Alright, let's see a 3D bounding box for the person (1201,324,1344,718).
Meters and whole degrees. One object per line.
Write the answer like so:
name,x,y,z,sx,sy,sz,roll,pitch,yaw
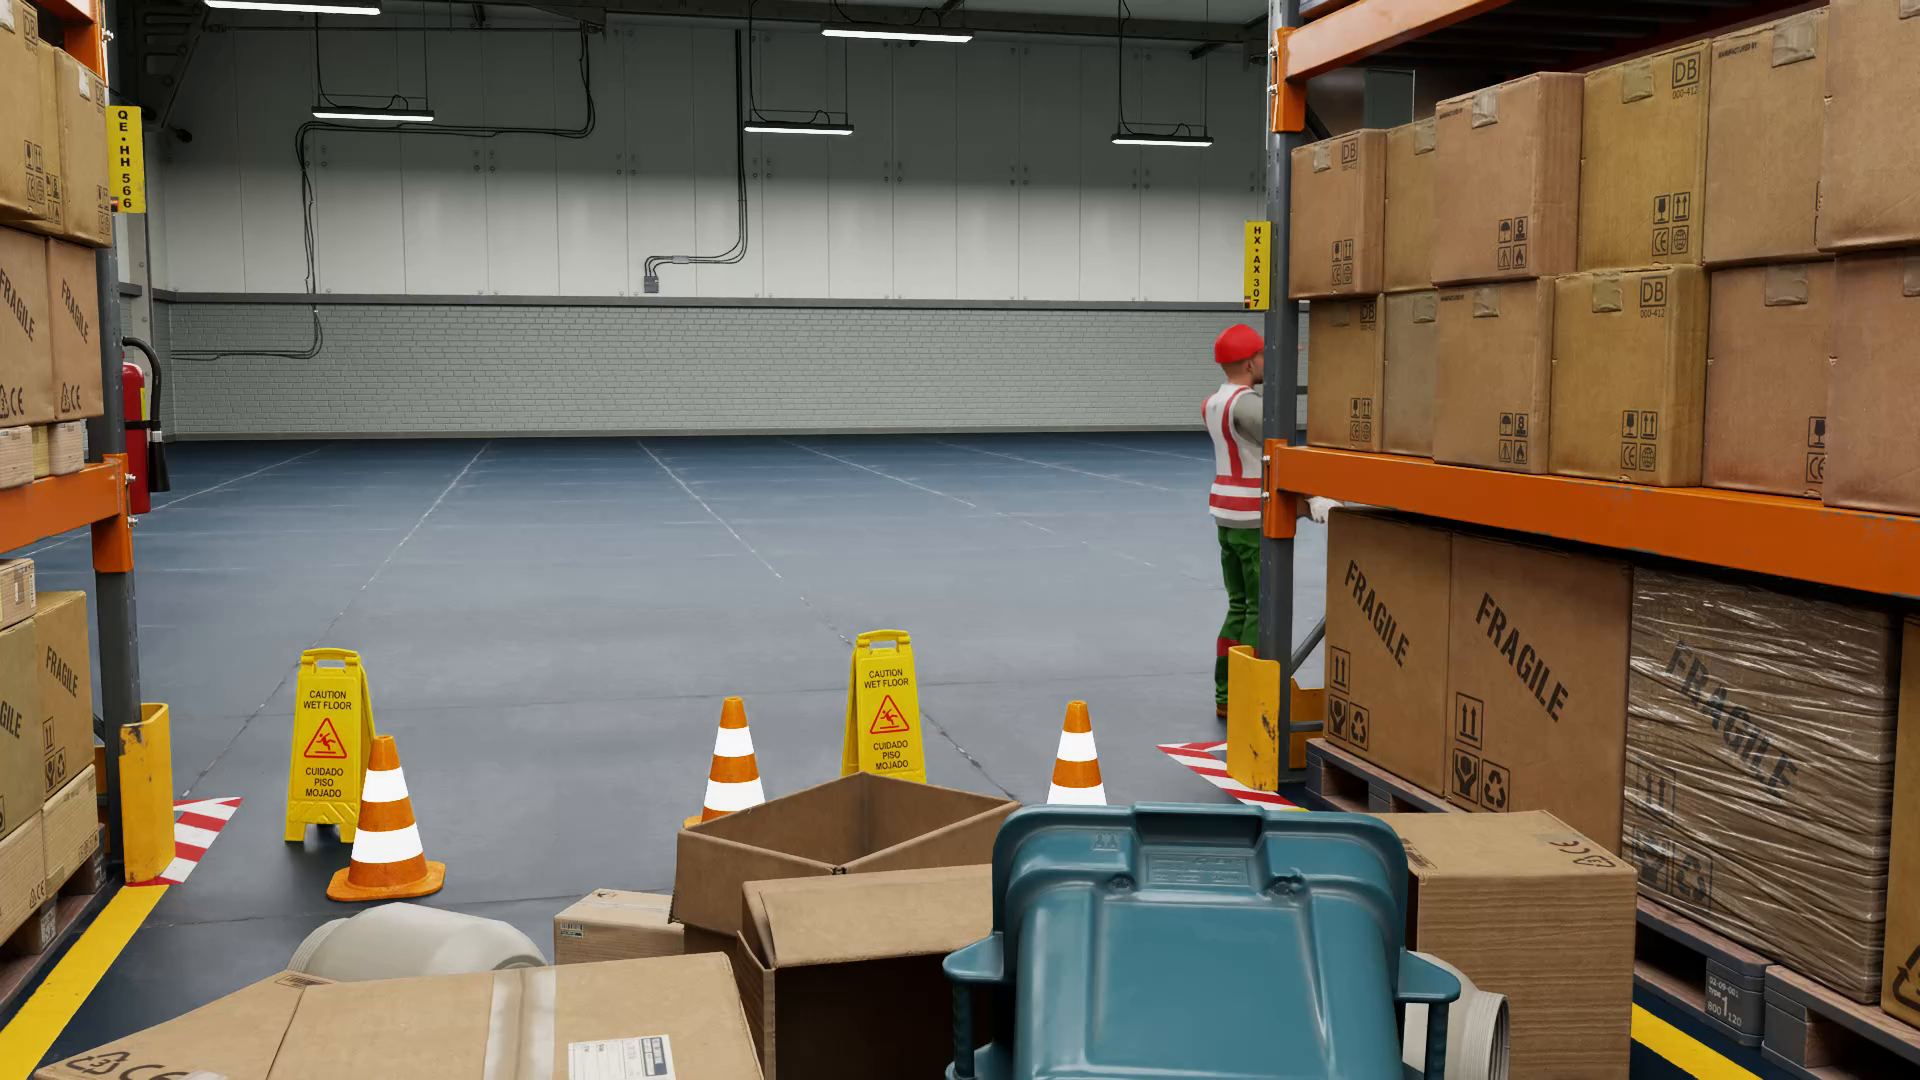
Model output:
person,1.401,-0.072,7.484,0.568,1.783,0.494,-1,6,-13
